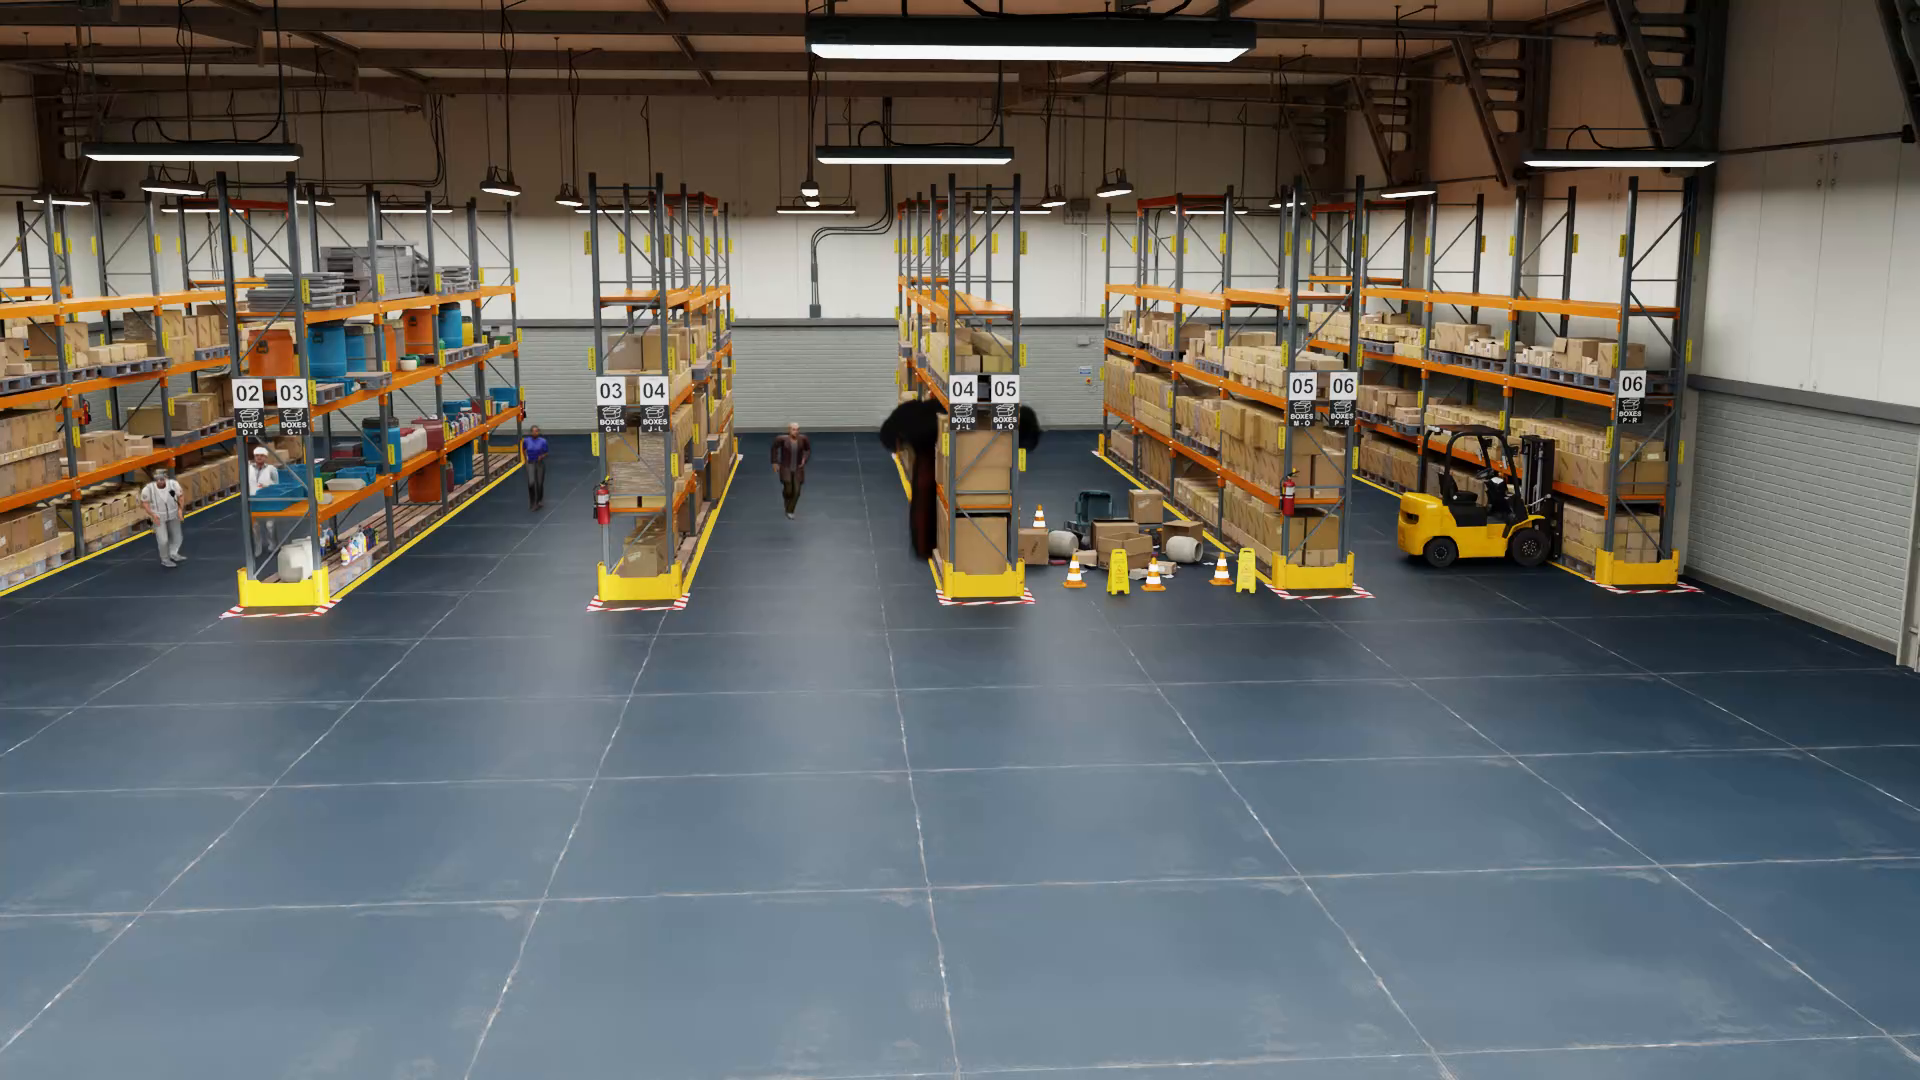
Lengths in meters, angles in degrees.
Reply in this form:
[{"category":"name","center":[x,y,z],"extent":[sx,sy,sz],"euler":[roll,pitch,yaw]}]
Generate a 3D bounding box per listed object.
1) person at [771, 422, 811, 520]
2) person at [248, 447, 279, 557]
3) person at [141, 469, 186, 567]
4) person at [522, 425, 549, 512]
[{"category":"person","center":[-2.947,-1.220,29.090],"extent":[0.691,1.715,0.744],"euler":[-4,11,-21]},{"category":"person","center":[-11.415,-0.623,27.160],"extent":[0.651,1.801,0.725],"euler":[-2,10,-9]},{"category":"person","center":[-12.544,-0.369,26.222],"extent":[0.693,1.595,0.883],"euler":[-9,14,-42]},{"category":"person","center":[-8.131,-1.379,31.881],"extent":[0.489,1.670,0.782],"euler":[-3,10,-15]}]
